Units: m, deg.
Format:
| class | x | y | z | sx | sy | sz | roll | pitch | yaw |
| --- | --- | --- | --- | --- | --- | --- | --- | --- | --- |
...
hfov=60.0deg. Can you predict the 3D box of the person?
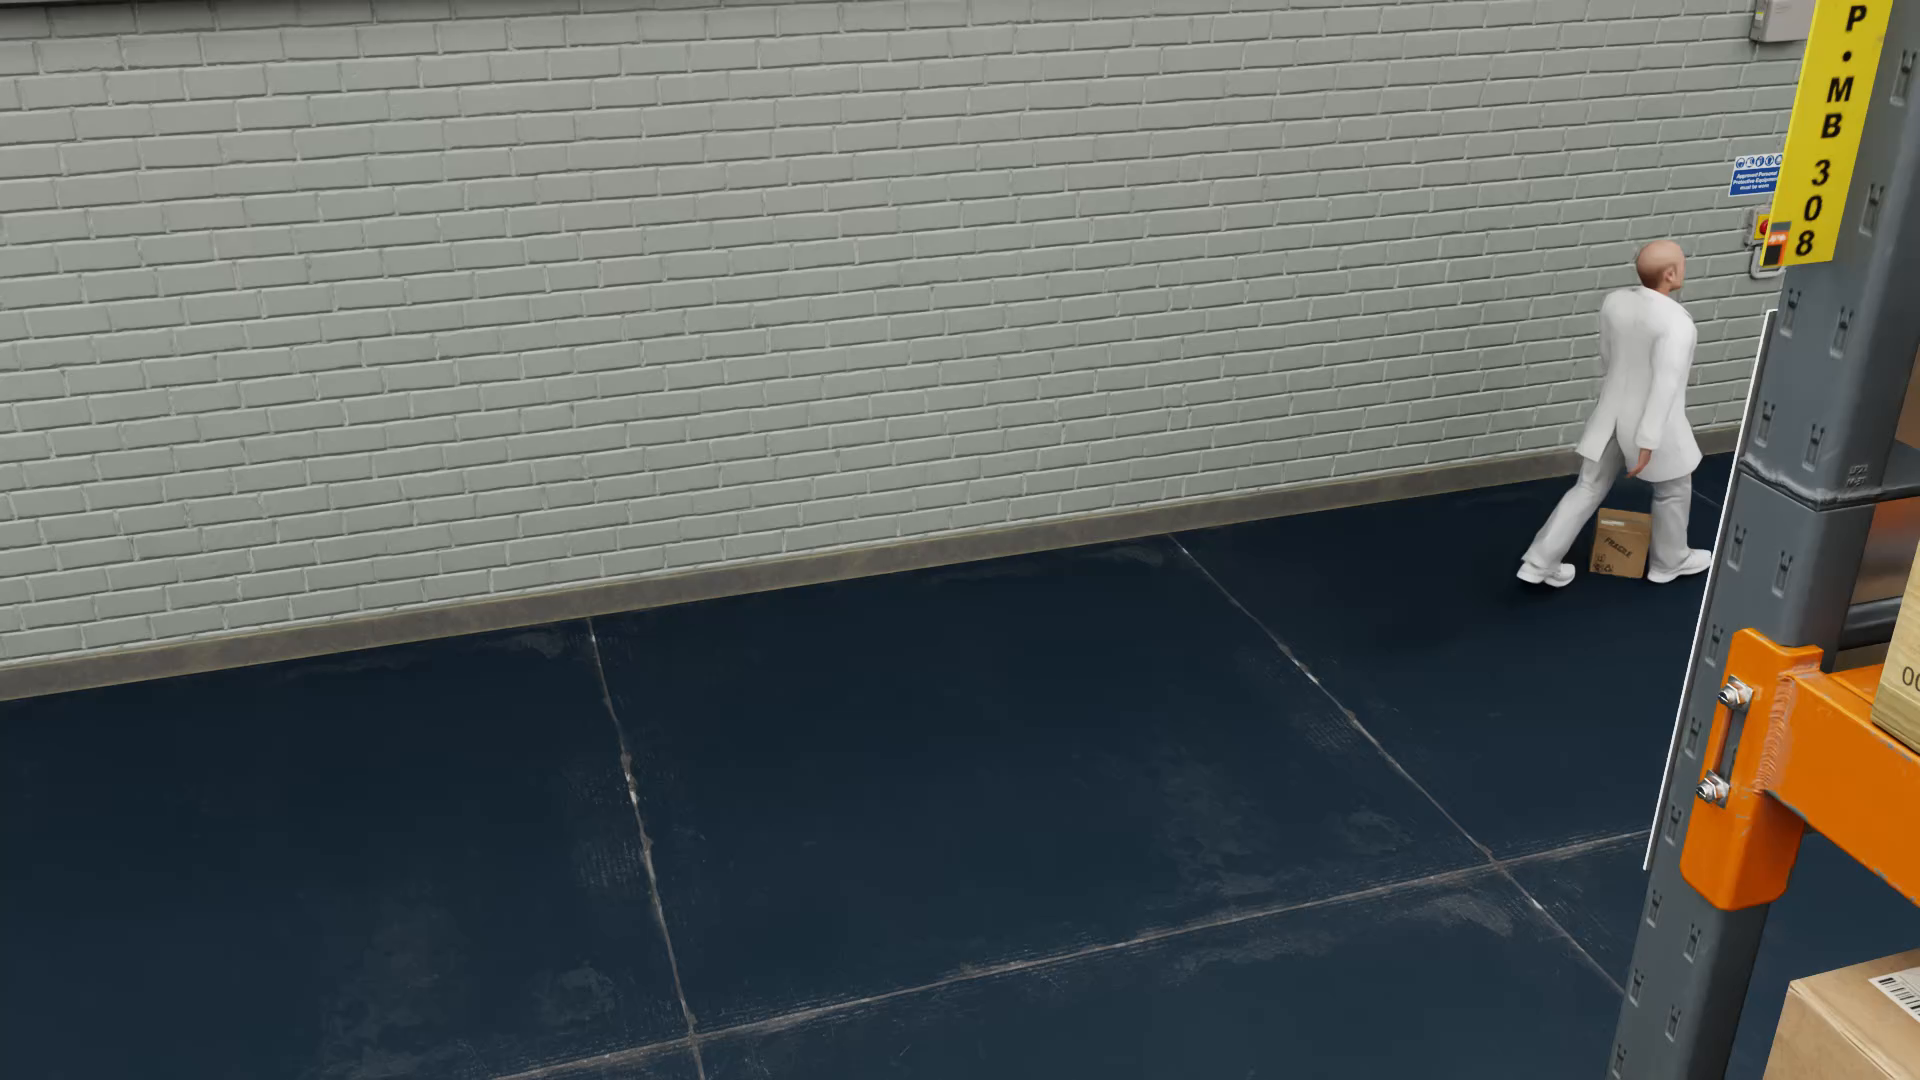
| class | x | y | z | sx | sy | sz | roll | pitch | yaw |
| --- | --- | --- | --- | --- | --- | --- | --- | --- | --- |
| person | 3.188 | -0.571 | 7.806 | 1.118 | 1.730 | 0.566 | -13 | 29 | -25 |
